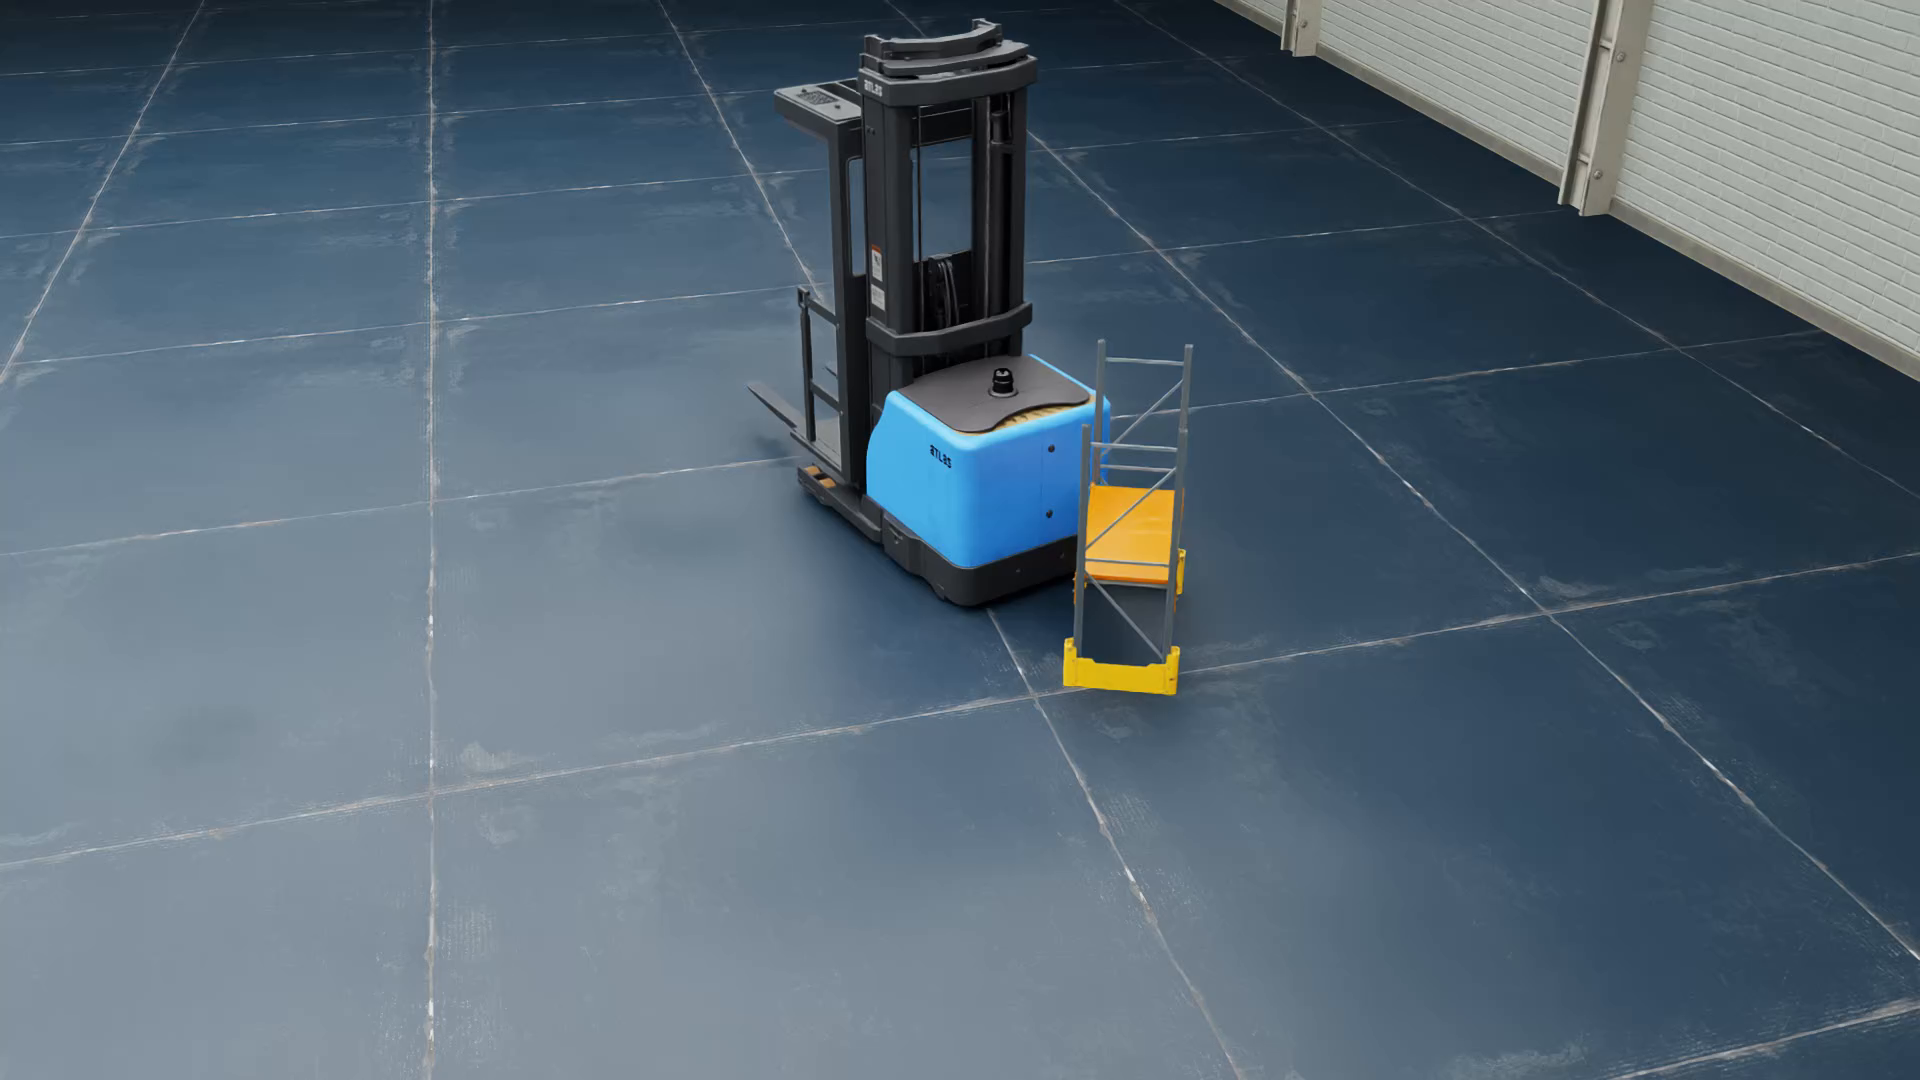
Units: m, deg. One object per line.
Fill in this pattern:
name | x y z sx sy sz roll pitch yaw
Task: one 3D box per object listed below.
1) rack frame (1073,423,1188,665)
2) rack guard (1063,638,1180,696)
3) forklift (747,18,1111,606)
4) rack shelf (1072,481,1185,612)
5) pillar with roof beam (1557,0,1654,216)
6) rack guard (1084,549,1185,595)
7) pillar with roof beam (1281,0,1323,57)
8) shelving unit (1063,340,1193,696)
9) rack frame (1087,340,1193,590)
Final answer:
rack frame | 0.832 0.116 8.284 0.500 1.500 0.032 4 30 7
rack guard | 0.832 0.656 8.598 0.587 0.250 0.087 4 30 7
forklift | -0.365 -1.601 9.821 1.130 2.935 3.031 -18 35 -28
rack shelf | 0.906 0.019 8.810 0.538 0.185 1.000 4 30 7
pillar with roof beam | 1.568 -6.365 11.995 9.100 9.000 0.400 -8 31 -13
rack guard | 0.976 0.162 9.451 0.587 0.250 0.087 4 30 7
pillar with roof beam | -0.024 -9.263 17.001 9.100 9.000 0.400 -8 31 -13
shelving unit | 0.904 -0.132 8.712 0.587 1.500 1.083 4 30 7
rack frame | 0.979 -0.388 9.155 0.500 1.500 0.032 4 30 7
